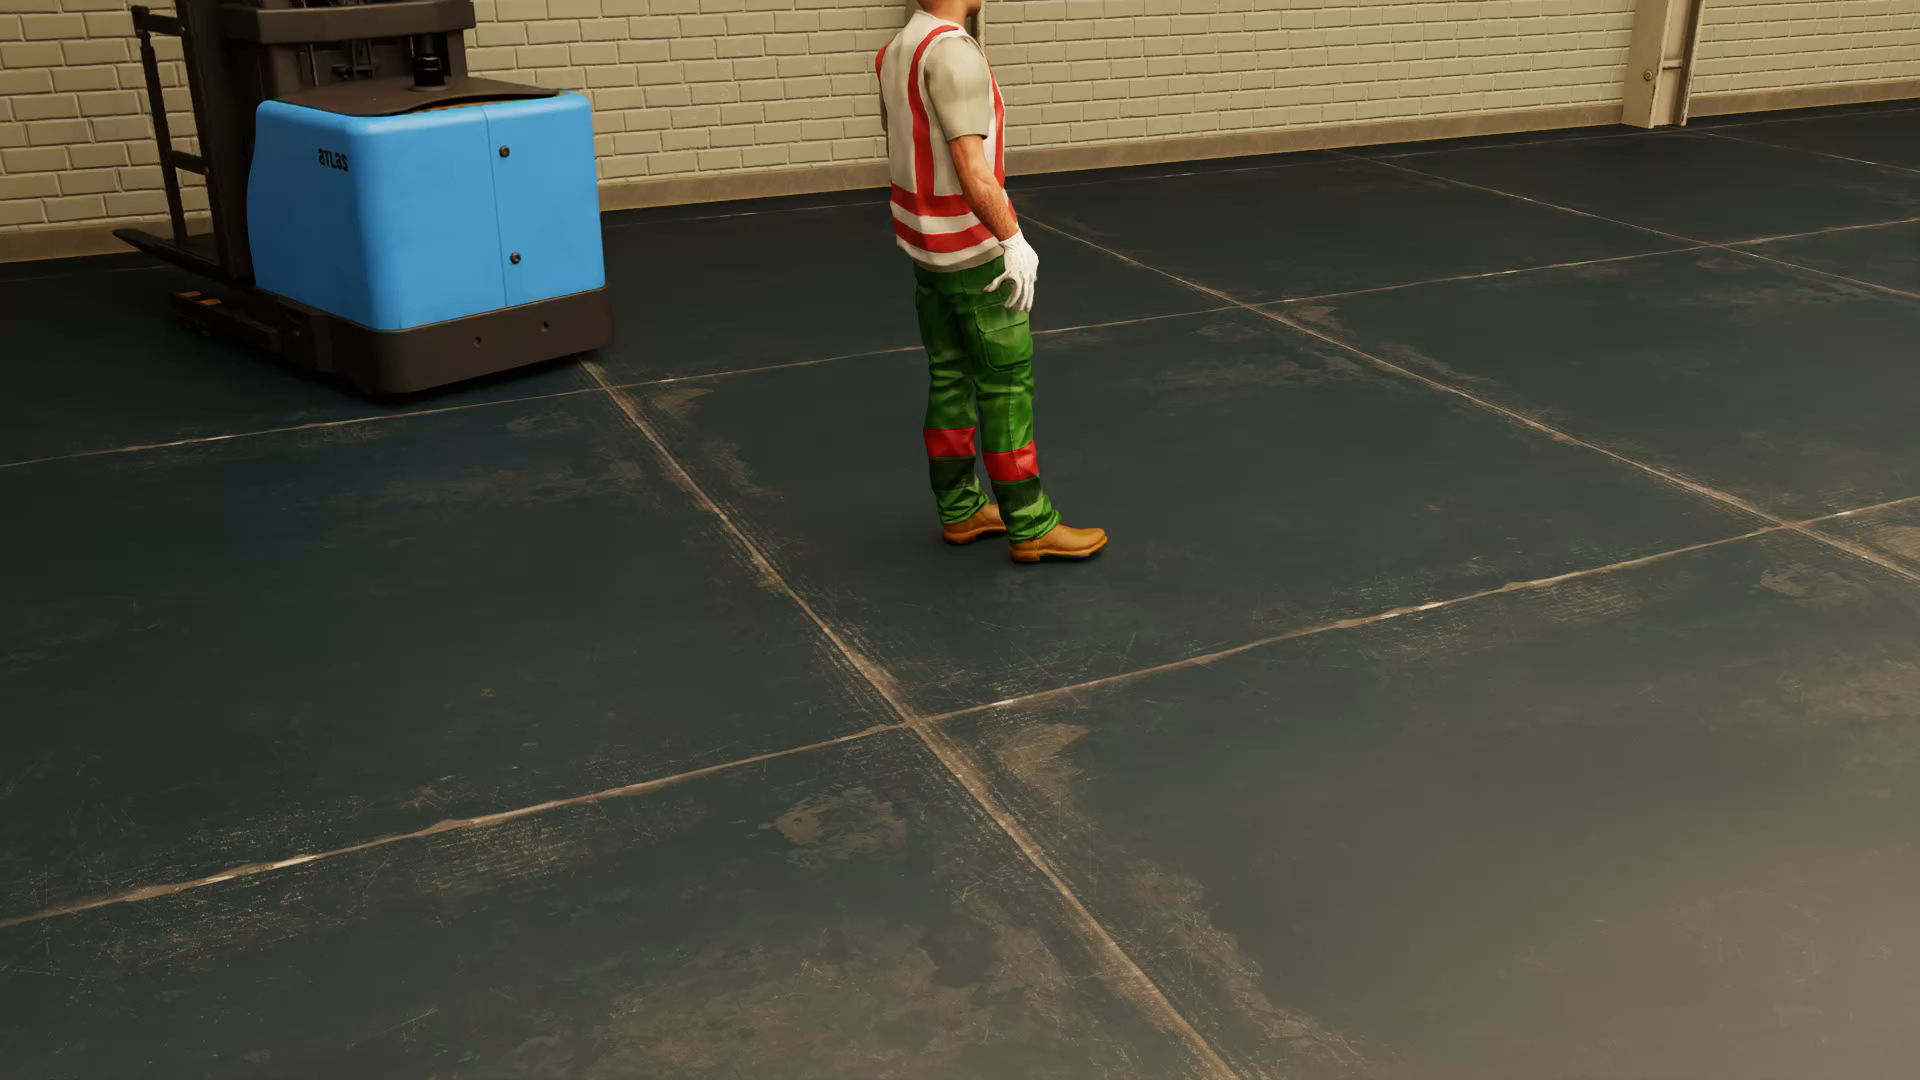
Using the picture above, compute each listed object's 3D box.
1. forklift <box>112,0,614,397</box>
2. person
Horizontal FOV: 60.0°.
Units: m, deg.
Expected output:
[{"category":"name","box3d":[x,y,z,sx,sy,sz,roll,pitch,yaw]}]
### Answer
[{"category":"forklift","box3d":[-2.850,-2.365,6.978,3.031,2.935,1.130,20,30,40]},{"category":"person","box3d":[0.077,-0.842,4.782,0.564,1.787,0.638,-10,25,-23]}]
